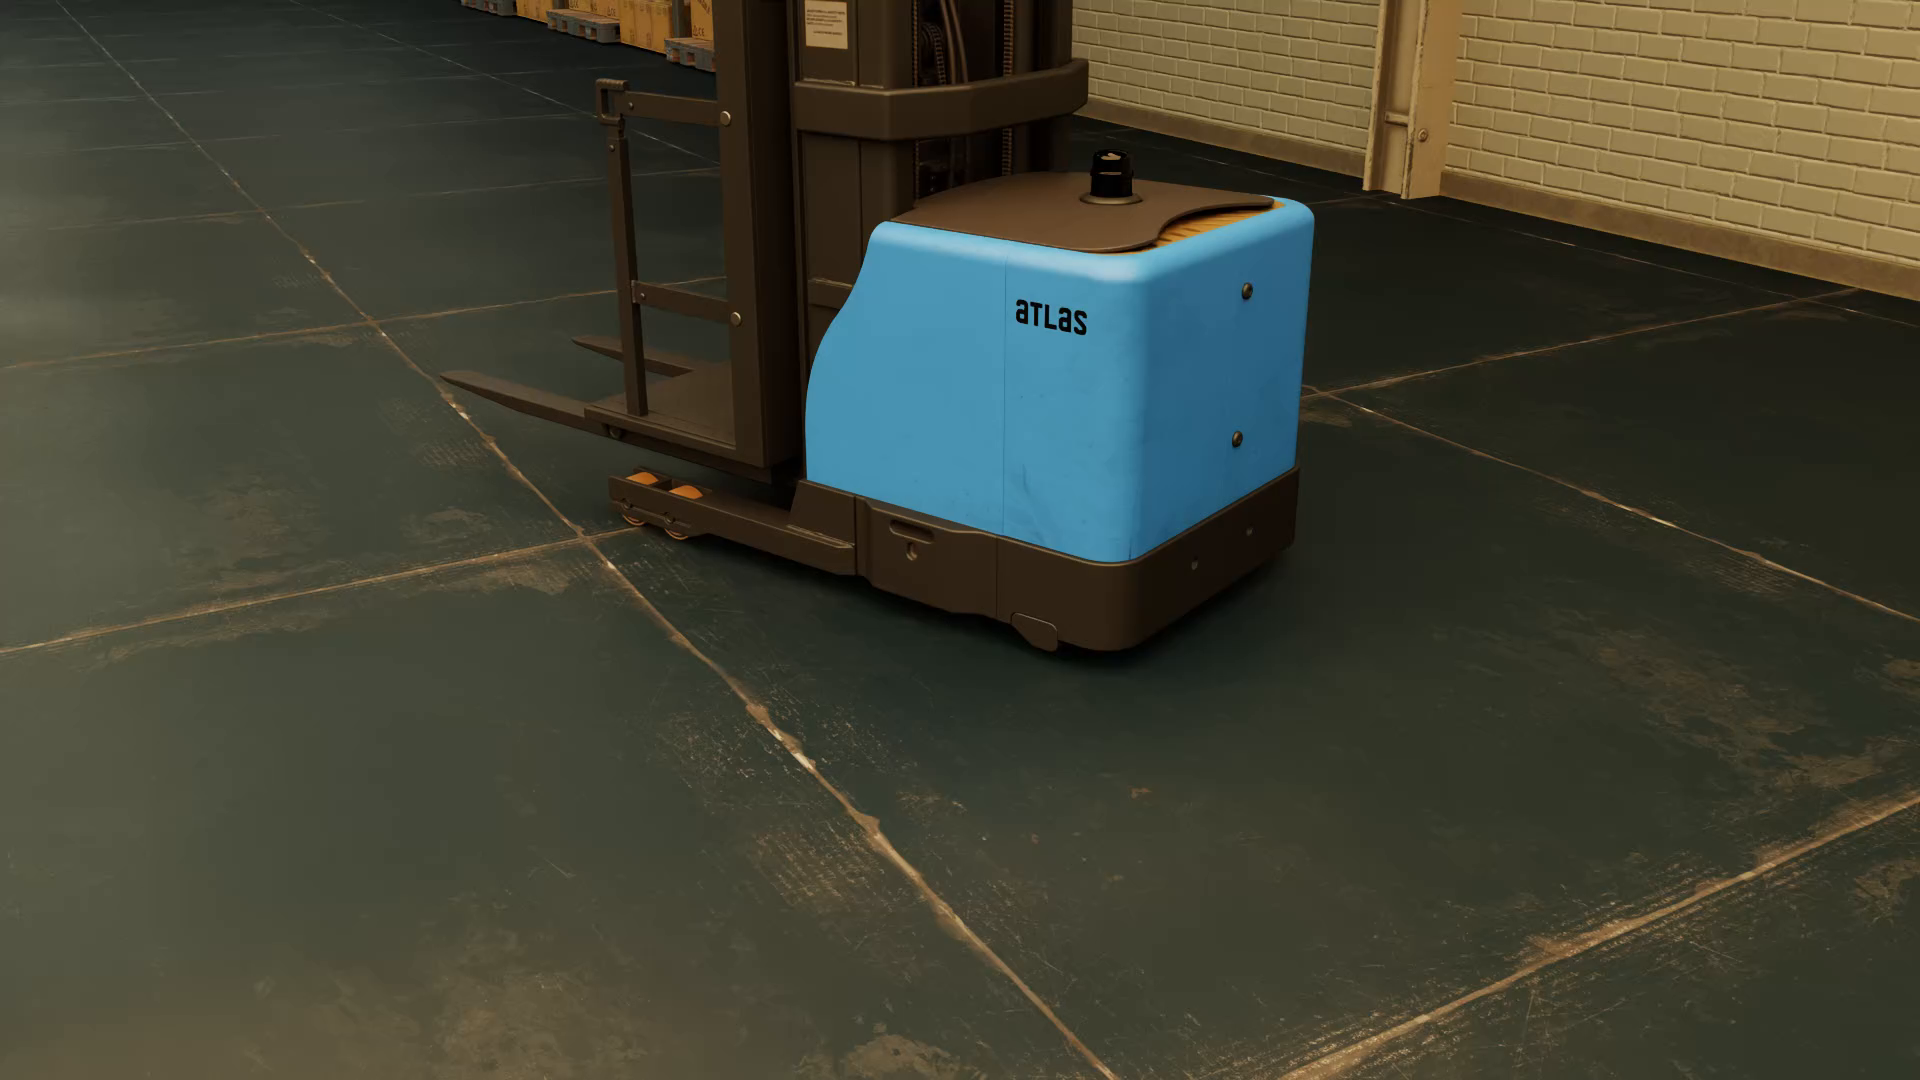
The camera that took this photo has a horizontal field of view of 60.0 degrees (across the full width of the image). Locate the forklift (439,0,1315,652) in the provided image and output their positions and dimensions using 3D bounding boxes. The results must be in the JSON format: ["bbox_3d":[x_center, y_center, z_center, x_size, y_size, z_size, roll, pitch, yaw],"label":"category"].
[{"bbox_3d":[-0.481,-1.497,4.922,3.031,2.935,1.130,16,27,34],"label":"forklift"}]
